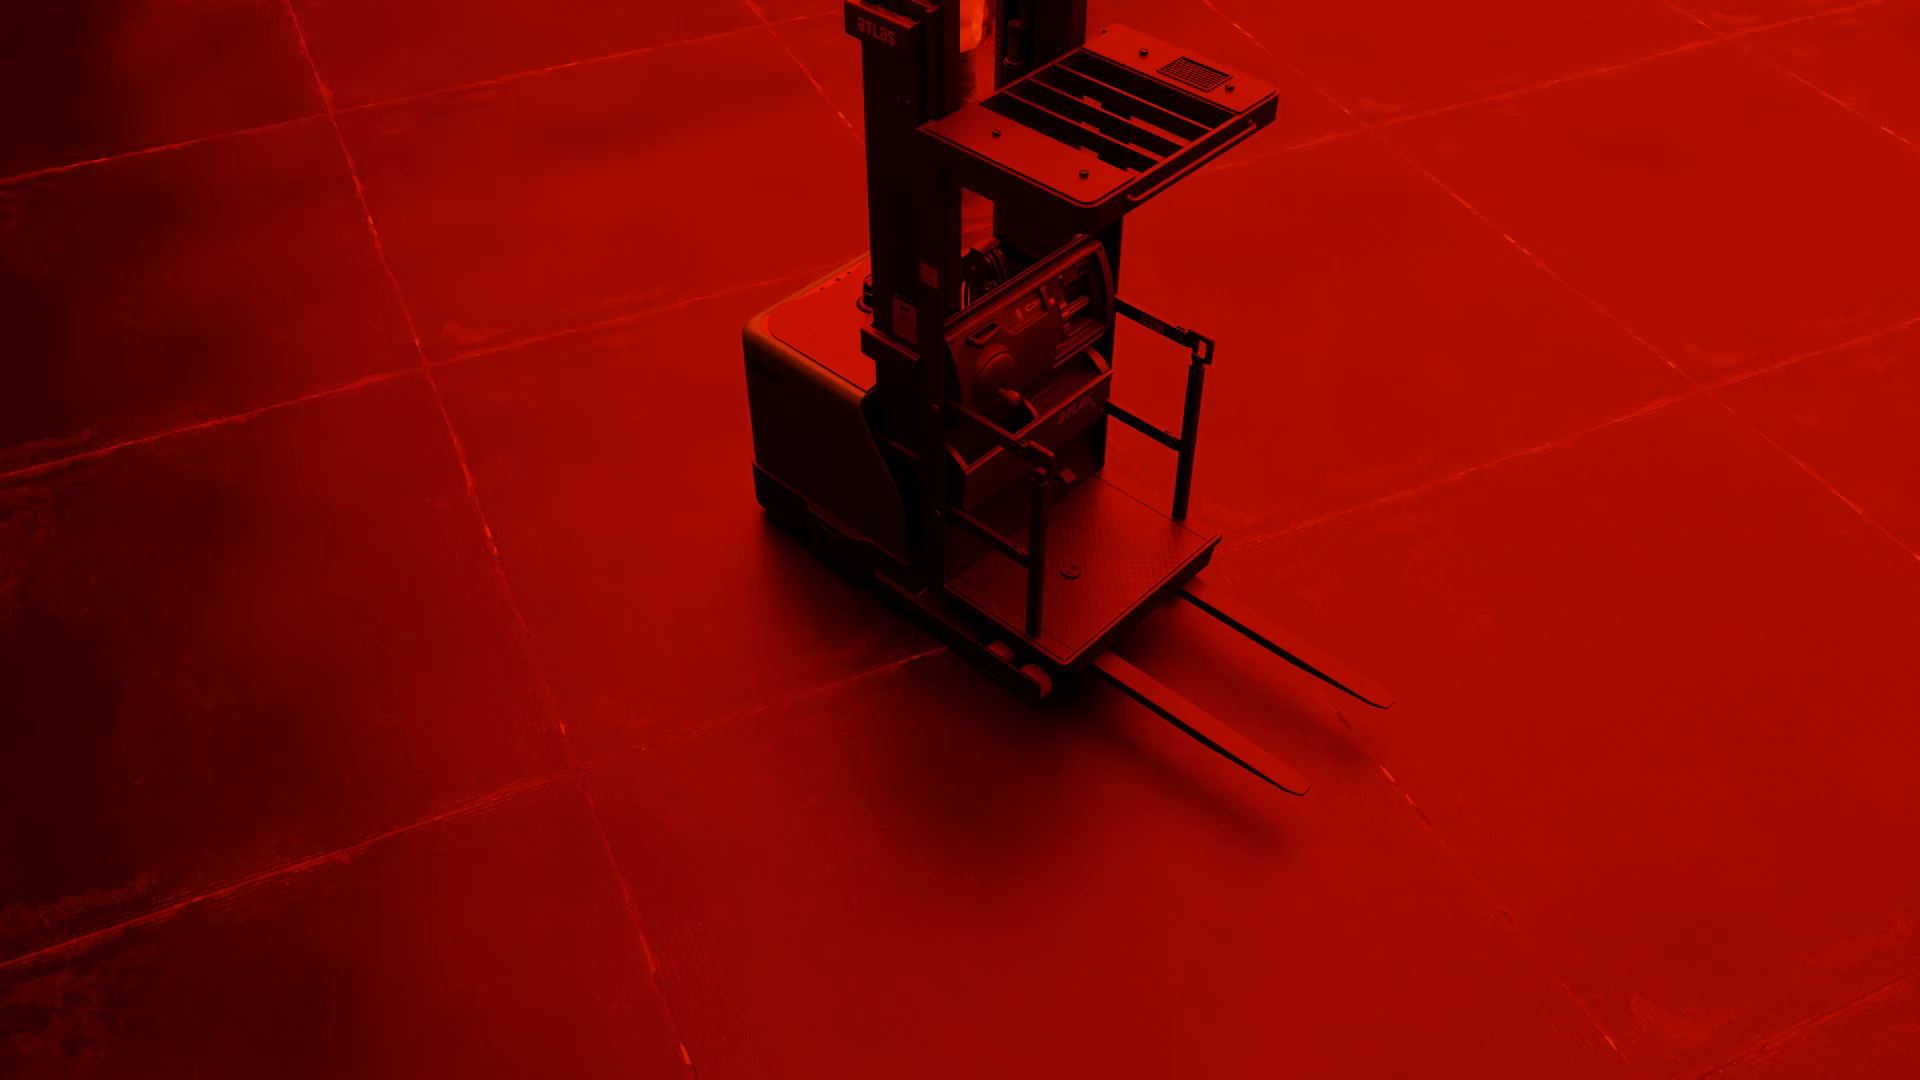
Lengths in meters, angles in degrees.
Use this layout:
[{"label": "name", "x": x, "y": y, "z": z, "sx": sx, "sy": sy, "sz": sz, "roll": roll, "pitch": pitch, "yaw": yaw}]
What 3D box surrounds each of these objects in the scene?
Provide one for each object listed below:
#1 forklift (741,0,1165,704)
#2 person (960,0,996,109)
[{"label": "forklift", "x": 0.046, "y": -1.010, "z": 6.827, "sx": 1.939, "sy": 2.843, "sz": 1.129, "roll": 32, "pitch": 52, "yaw": 30}, {"label": "person", "x": -0.114, "y": -2.960, "z": 9.696, "sx": 0.665, "sy": 1.768, "sz": 0.575, "roll": -17, "pitch": 46, "yaw": -18}]
